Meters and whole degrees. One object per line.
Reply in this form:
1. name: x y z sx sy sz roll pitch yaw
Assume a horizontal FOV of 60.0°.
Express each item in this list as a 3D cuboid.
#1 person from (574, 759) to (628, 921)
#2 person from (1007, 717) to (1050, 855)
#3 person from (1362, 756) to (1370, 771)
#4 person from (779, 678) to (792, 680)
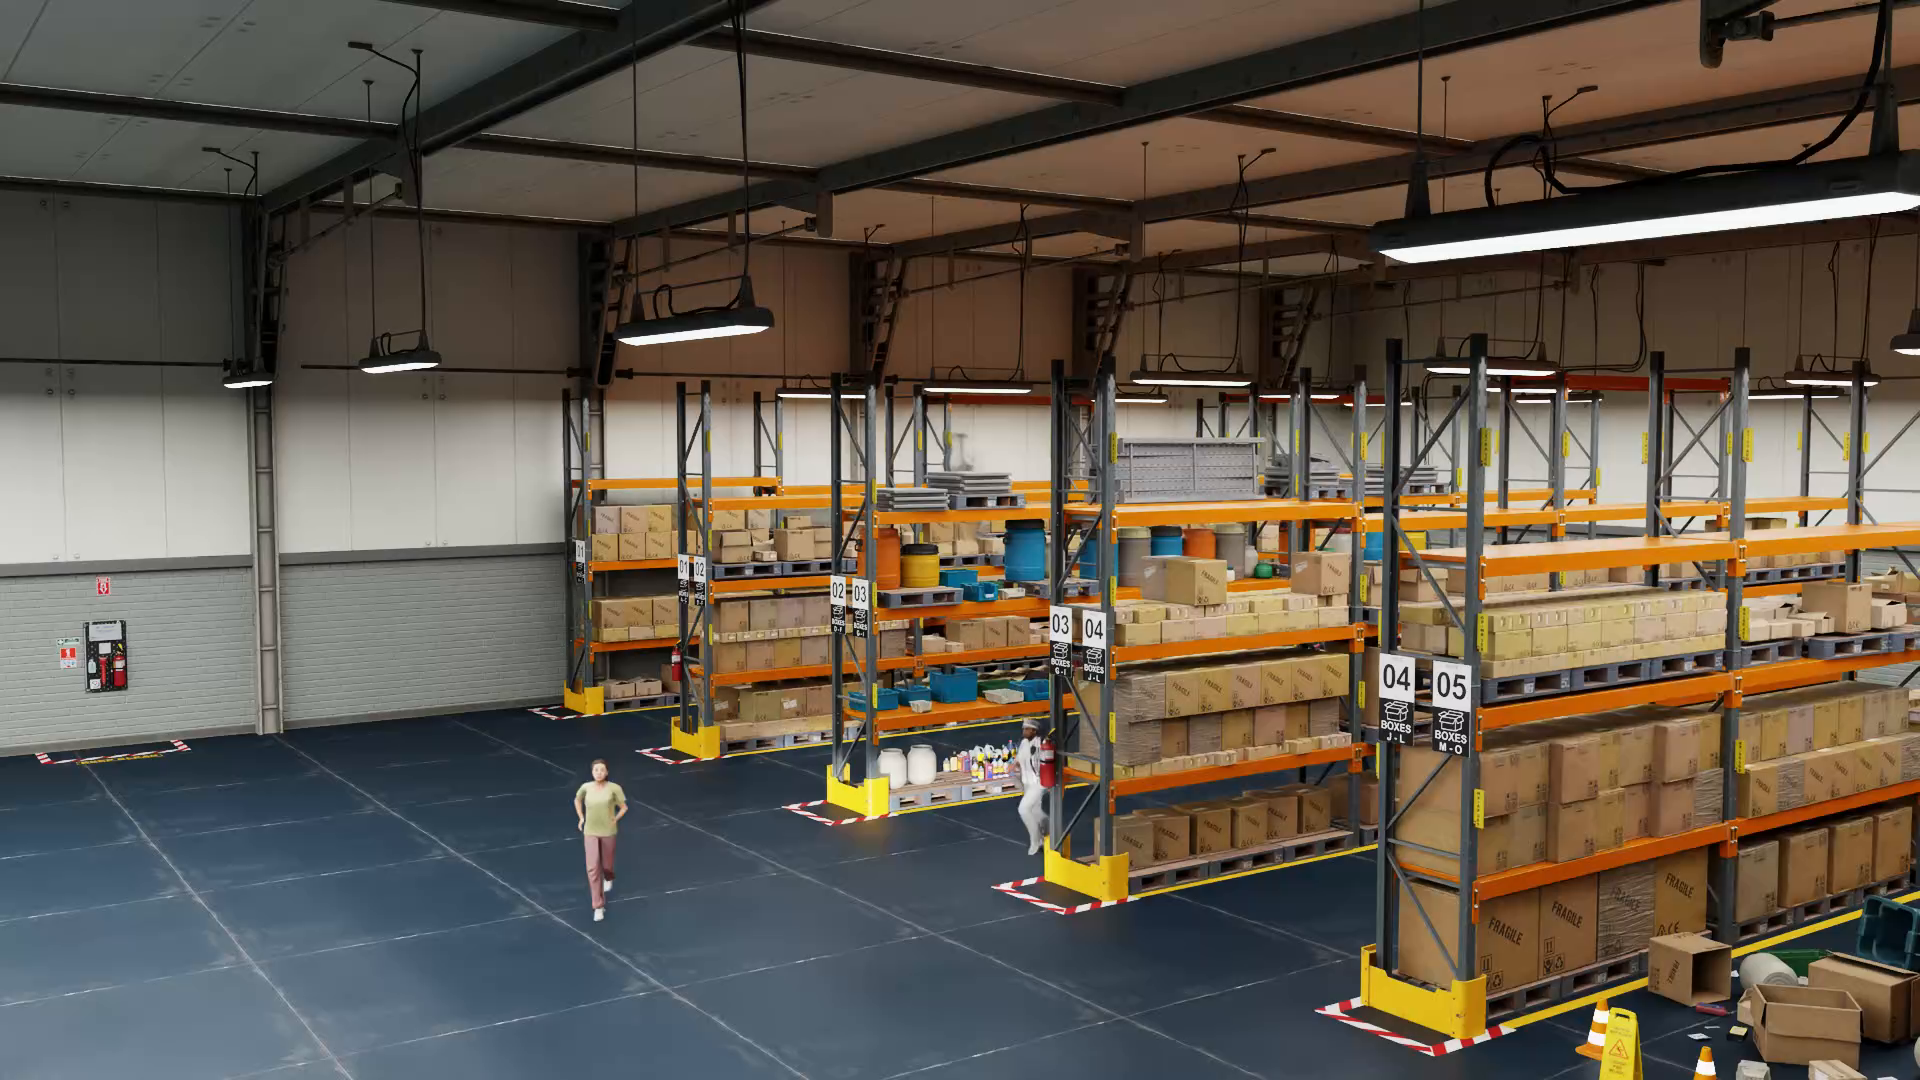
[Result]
1. person: -3.889 3.189 18.001 0.579 1.669 0.879 0 4 -7
2. person: 0.929 3.019 20.538 0.757 1.687 0.594 -2 4 -33
3. person: 5.895 2.801 24.606 0.711 1.617 0.490 -3 5 -43
4. person: -3.159 2.363 29.731 1.010 1.699 0.665 -3 5 -41
